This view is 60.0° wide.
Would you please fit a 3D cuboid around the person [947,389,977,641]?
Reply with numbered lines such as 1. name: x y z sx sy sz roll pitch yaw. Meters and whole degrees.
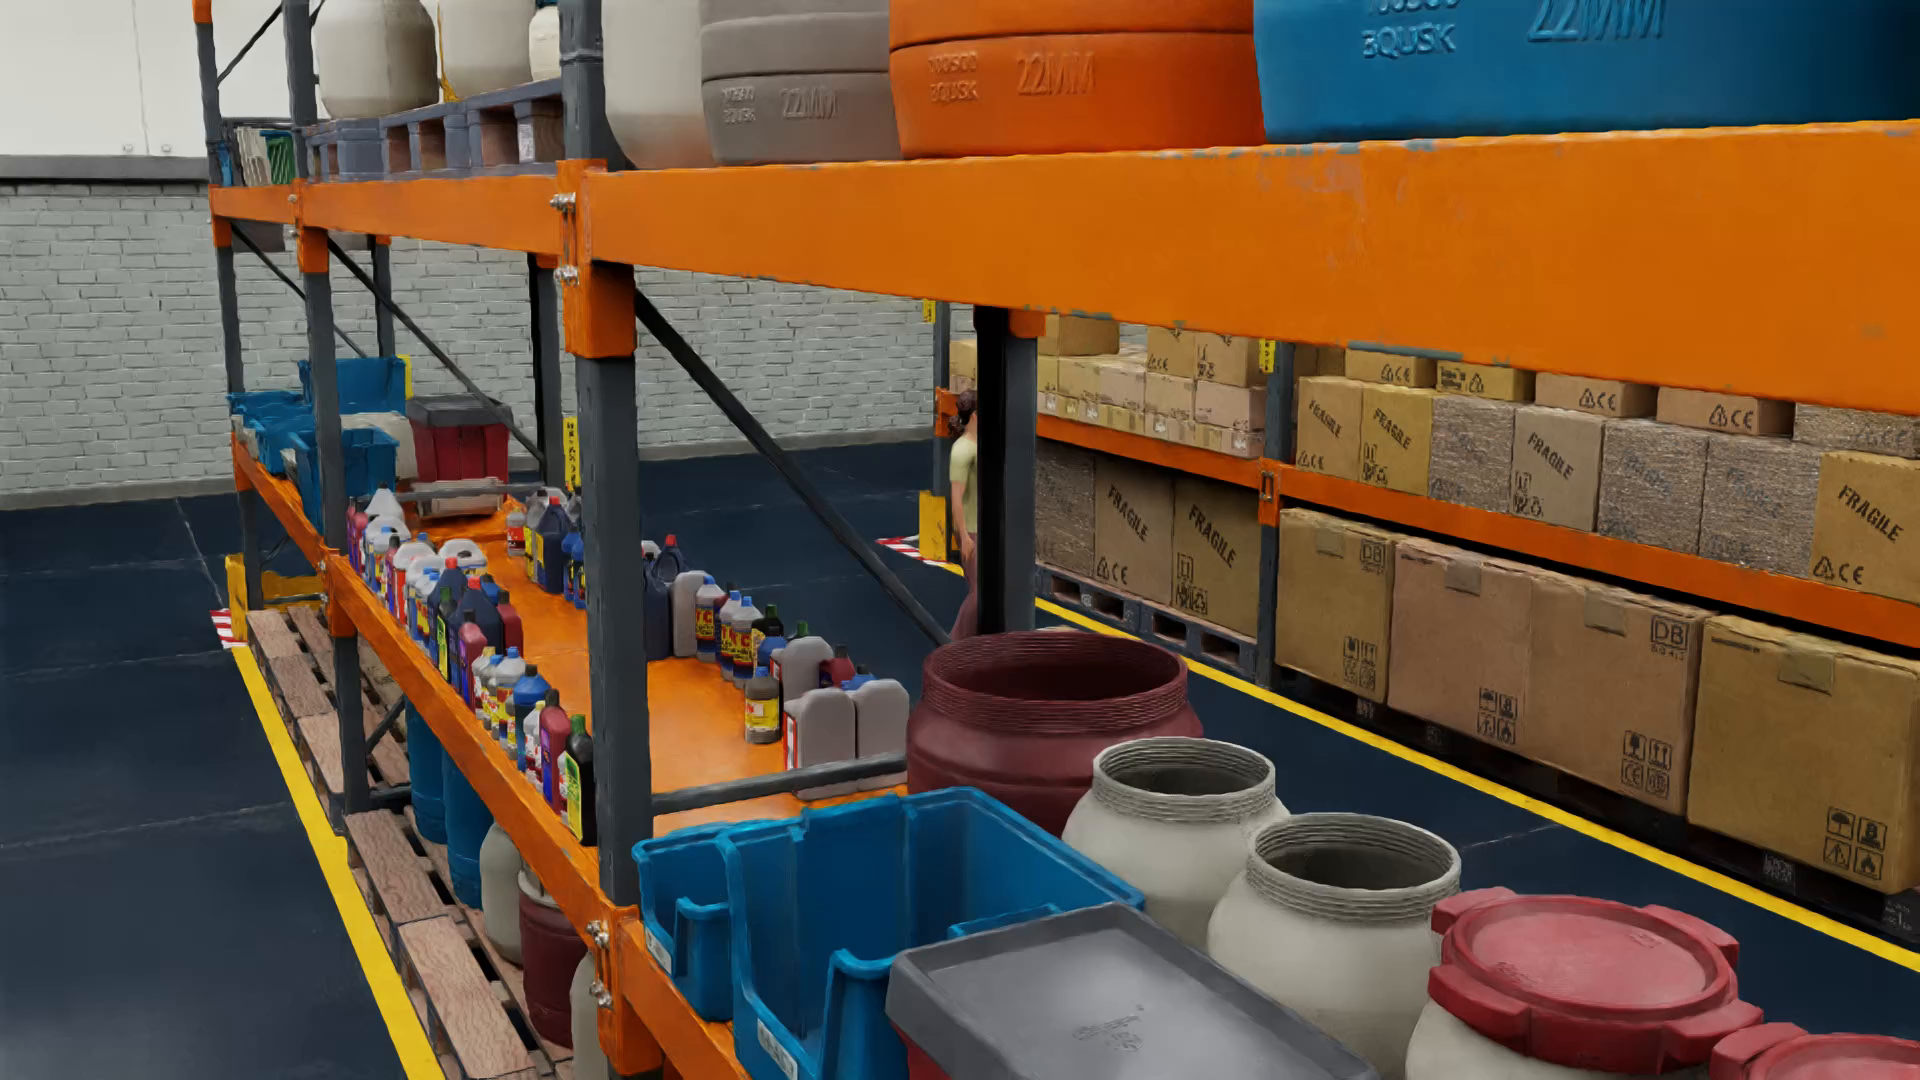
1. person: 0.101 0.101 9.553 0.396 1.418 0.525 5 13 22
